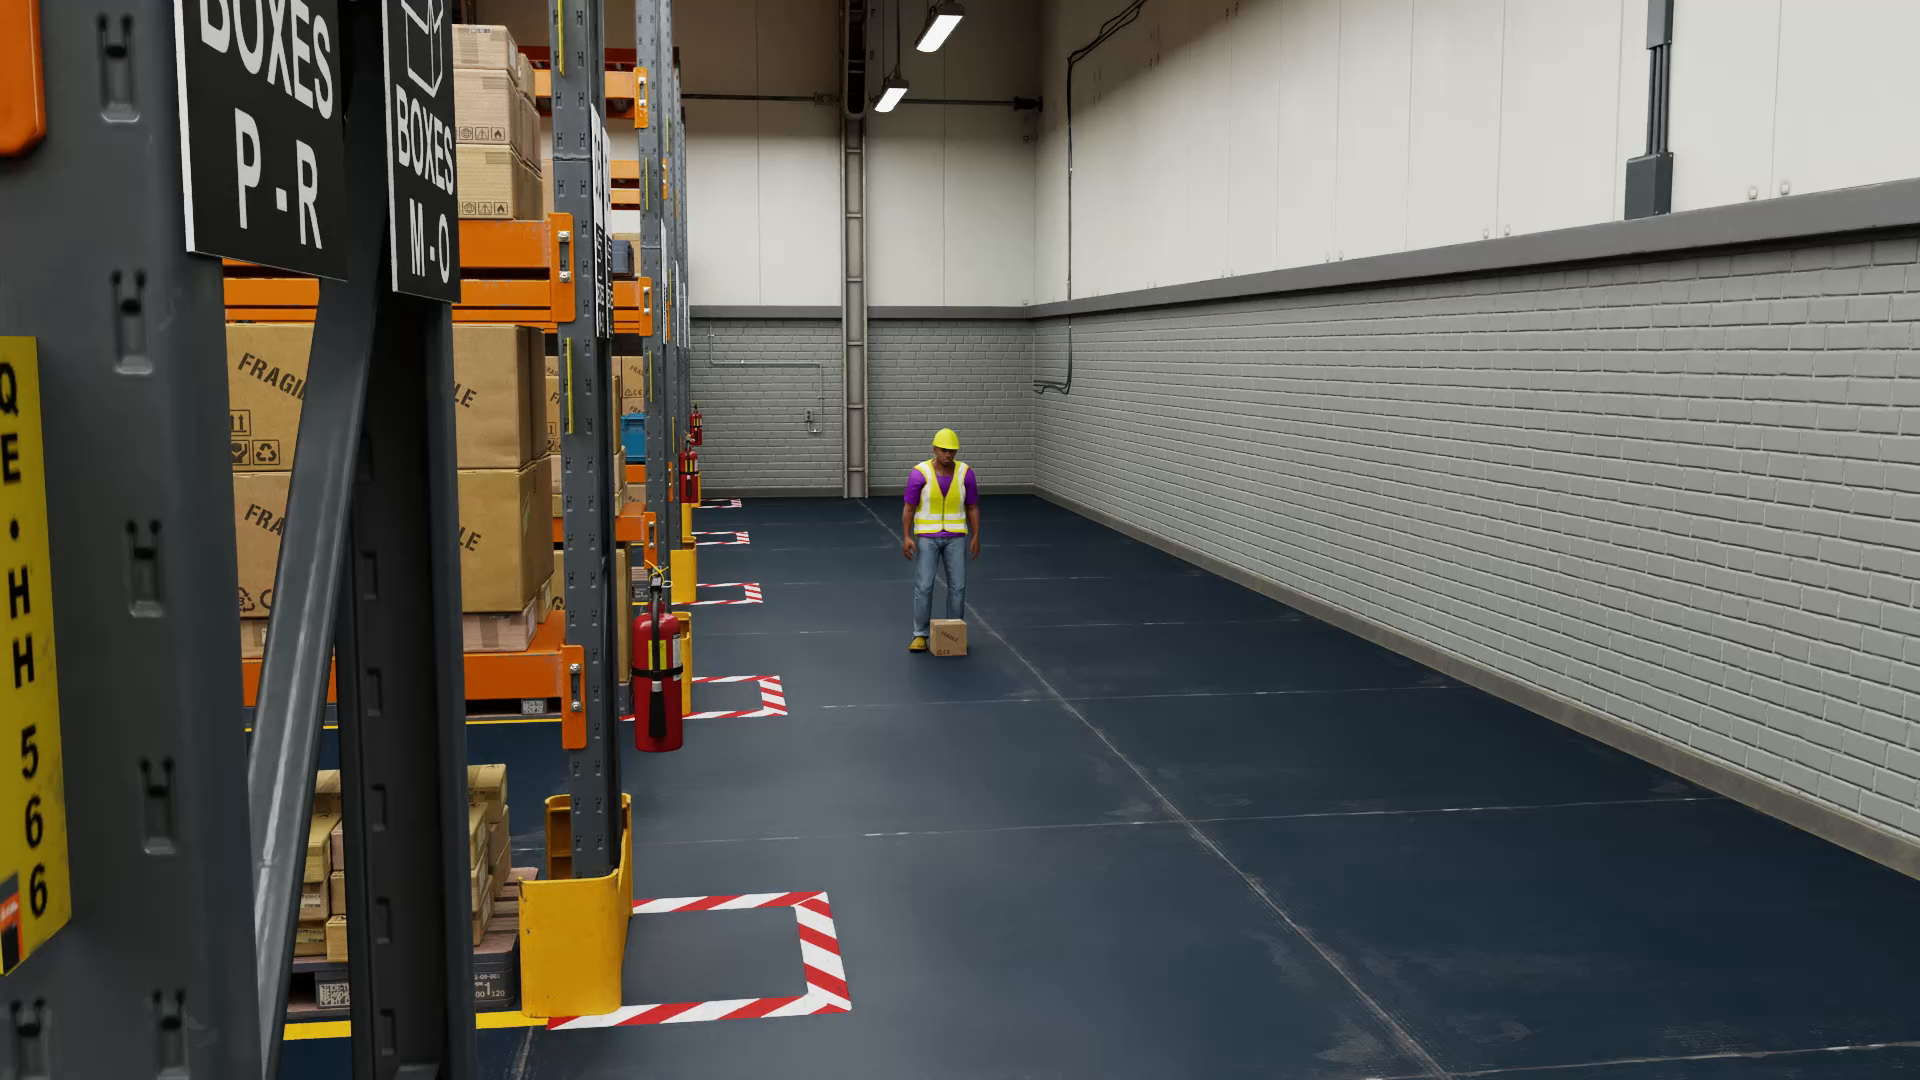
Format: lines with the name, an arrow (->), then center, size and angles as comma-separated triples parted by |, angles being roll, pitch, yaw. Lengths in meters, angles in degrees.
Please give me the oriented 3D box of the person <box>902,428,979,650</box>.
person -> -0.146, -0.009, 13.213 | 0.625, 1.760, 0.459 | -1, 7, -10
